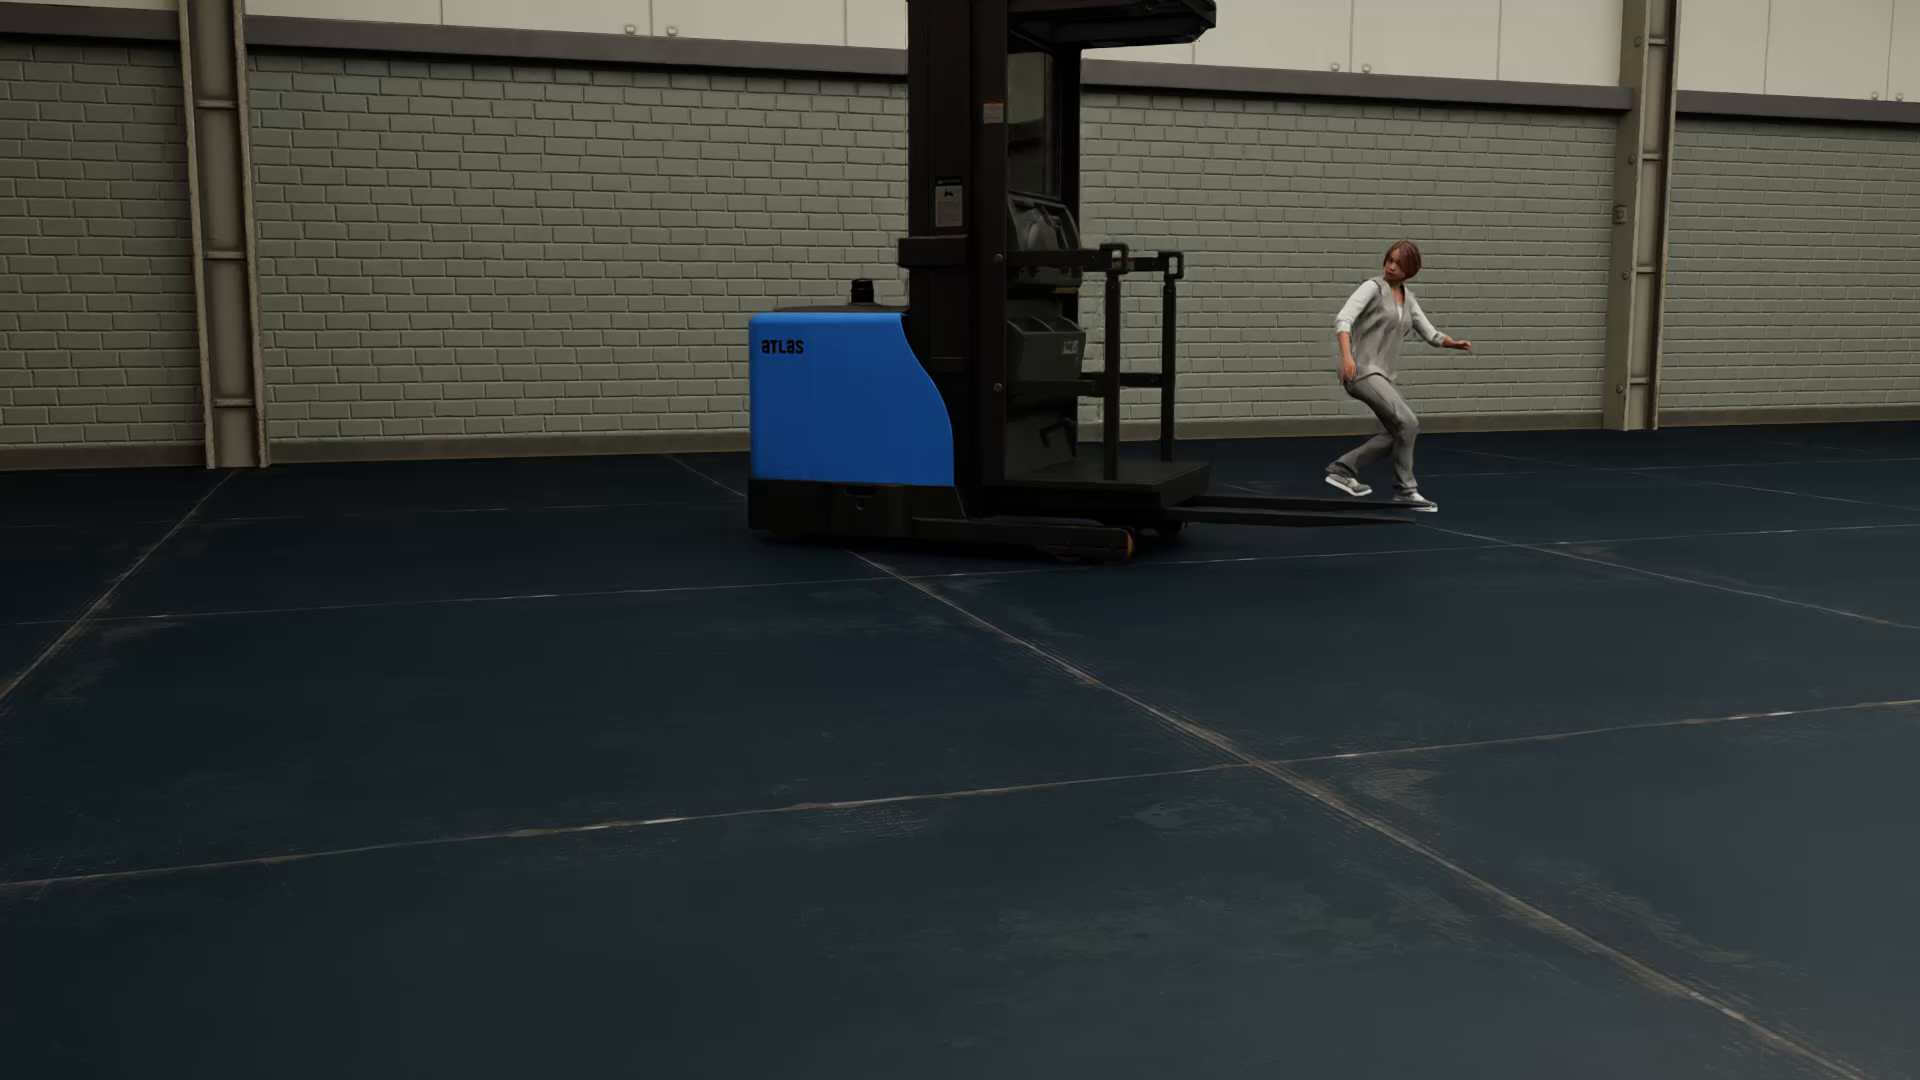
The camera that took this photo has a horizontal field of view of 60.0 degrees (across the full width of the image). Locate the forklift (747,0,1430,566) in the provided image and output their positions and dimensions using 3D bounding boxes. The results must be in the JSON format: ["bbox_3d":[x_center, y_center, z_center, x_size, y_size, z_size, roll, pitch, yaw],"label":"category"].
[{"bbox_3d":[0.574,-1.424,7.516,3.031,2.935,1.130,3,8,21],"label":"forklift"}]

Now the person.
[{"bbox_3d":[2.344,-0.884,9.038,0.774,1.474,0.744,6,10,40],"label":"person"}]
